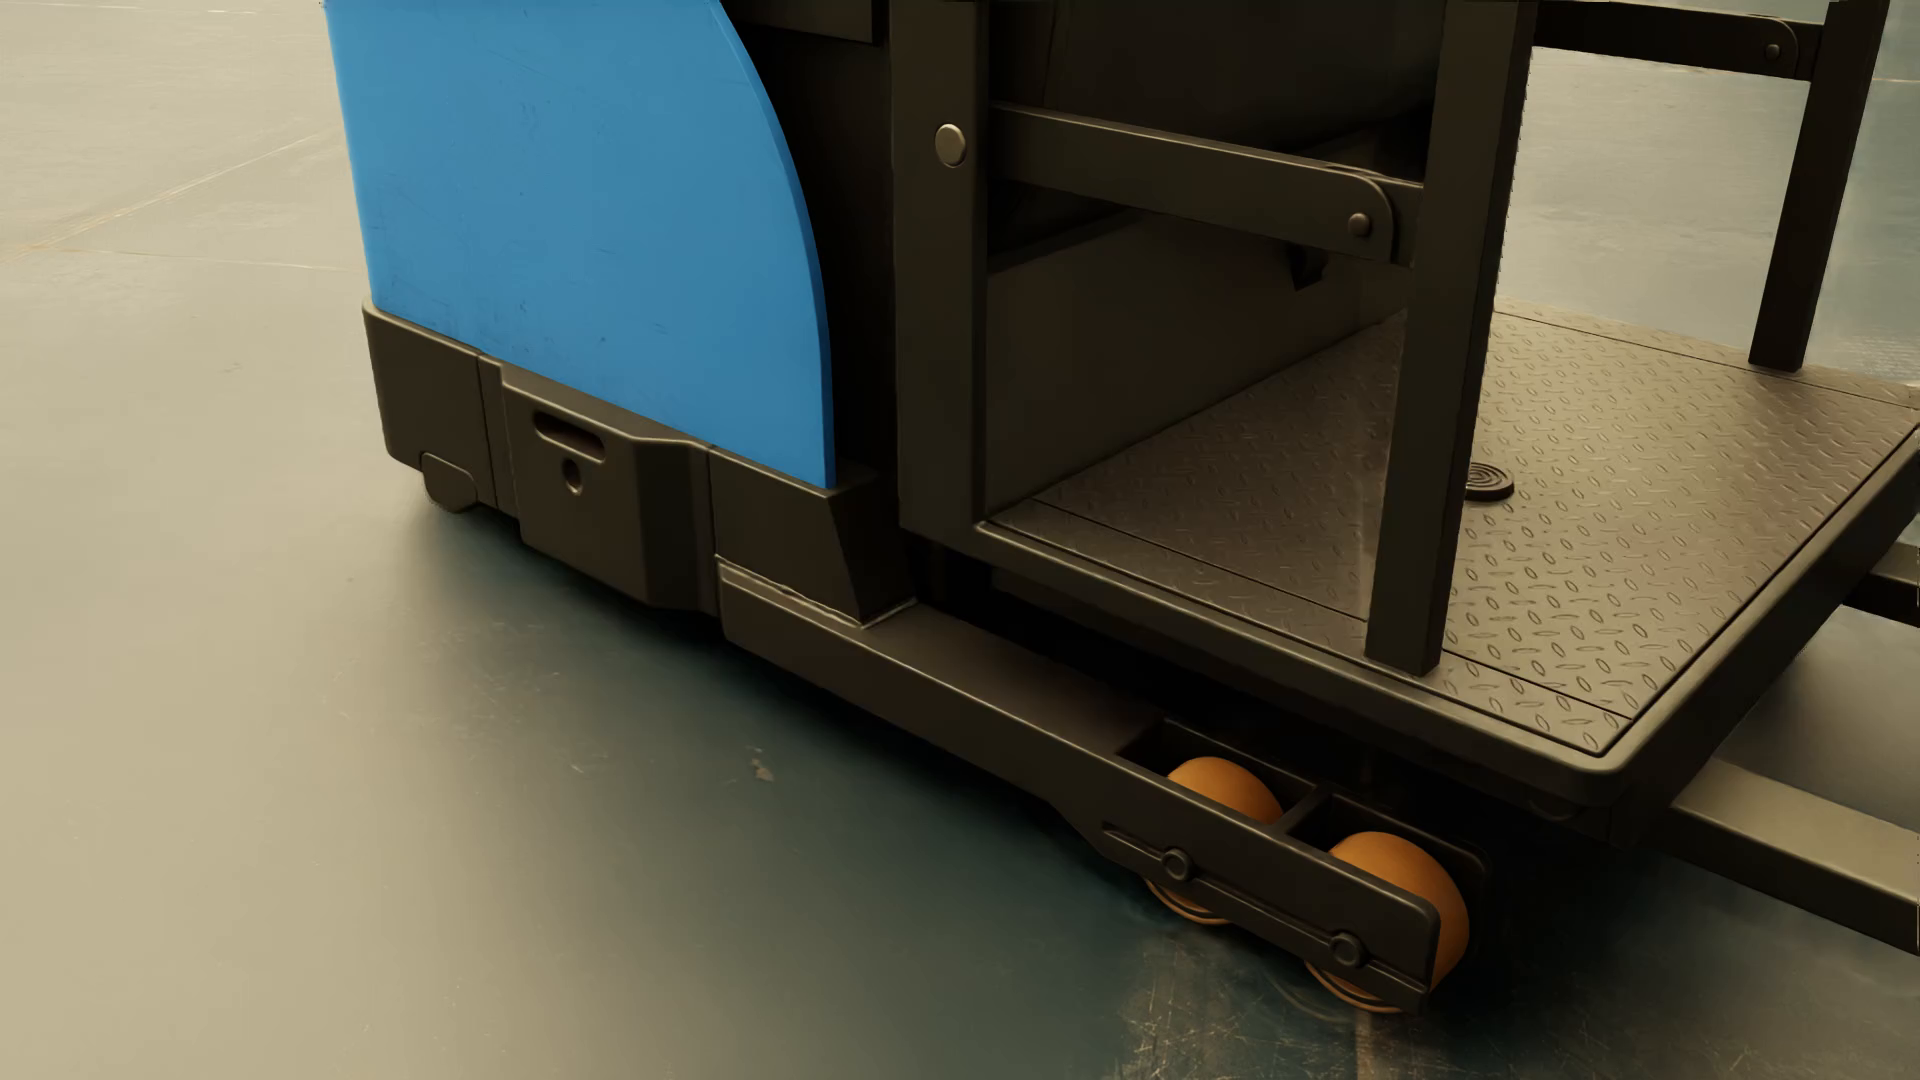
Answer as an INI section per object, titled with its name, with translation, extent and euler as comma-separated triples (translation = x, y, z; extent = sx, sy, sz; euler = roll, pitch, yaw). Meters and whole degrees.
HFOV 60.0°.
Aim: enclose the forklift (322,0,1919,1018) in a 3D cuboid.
[forklift]
translation = 0.524, -1.124, 1.474
extent = 3.031, 2.935, 1.130
euler = 22, 34, 36
